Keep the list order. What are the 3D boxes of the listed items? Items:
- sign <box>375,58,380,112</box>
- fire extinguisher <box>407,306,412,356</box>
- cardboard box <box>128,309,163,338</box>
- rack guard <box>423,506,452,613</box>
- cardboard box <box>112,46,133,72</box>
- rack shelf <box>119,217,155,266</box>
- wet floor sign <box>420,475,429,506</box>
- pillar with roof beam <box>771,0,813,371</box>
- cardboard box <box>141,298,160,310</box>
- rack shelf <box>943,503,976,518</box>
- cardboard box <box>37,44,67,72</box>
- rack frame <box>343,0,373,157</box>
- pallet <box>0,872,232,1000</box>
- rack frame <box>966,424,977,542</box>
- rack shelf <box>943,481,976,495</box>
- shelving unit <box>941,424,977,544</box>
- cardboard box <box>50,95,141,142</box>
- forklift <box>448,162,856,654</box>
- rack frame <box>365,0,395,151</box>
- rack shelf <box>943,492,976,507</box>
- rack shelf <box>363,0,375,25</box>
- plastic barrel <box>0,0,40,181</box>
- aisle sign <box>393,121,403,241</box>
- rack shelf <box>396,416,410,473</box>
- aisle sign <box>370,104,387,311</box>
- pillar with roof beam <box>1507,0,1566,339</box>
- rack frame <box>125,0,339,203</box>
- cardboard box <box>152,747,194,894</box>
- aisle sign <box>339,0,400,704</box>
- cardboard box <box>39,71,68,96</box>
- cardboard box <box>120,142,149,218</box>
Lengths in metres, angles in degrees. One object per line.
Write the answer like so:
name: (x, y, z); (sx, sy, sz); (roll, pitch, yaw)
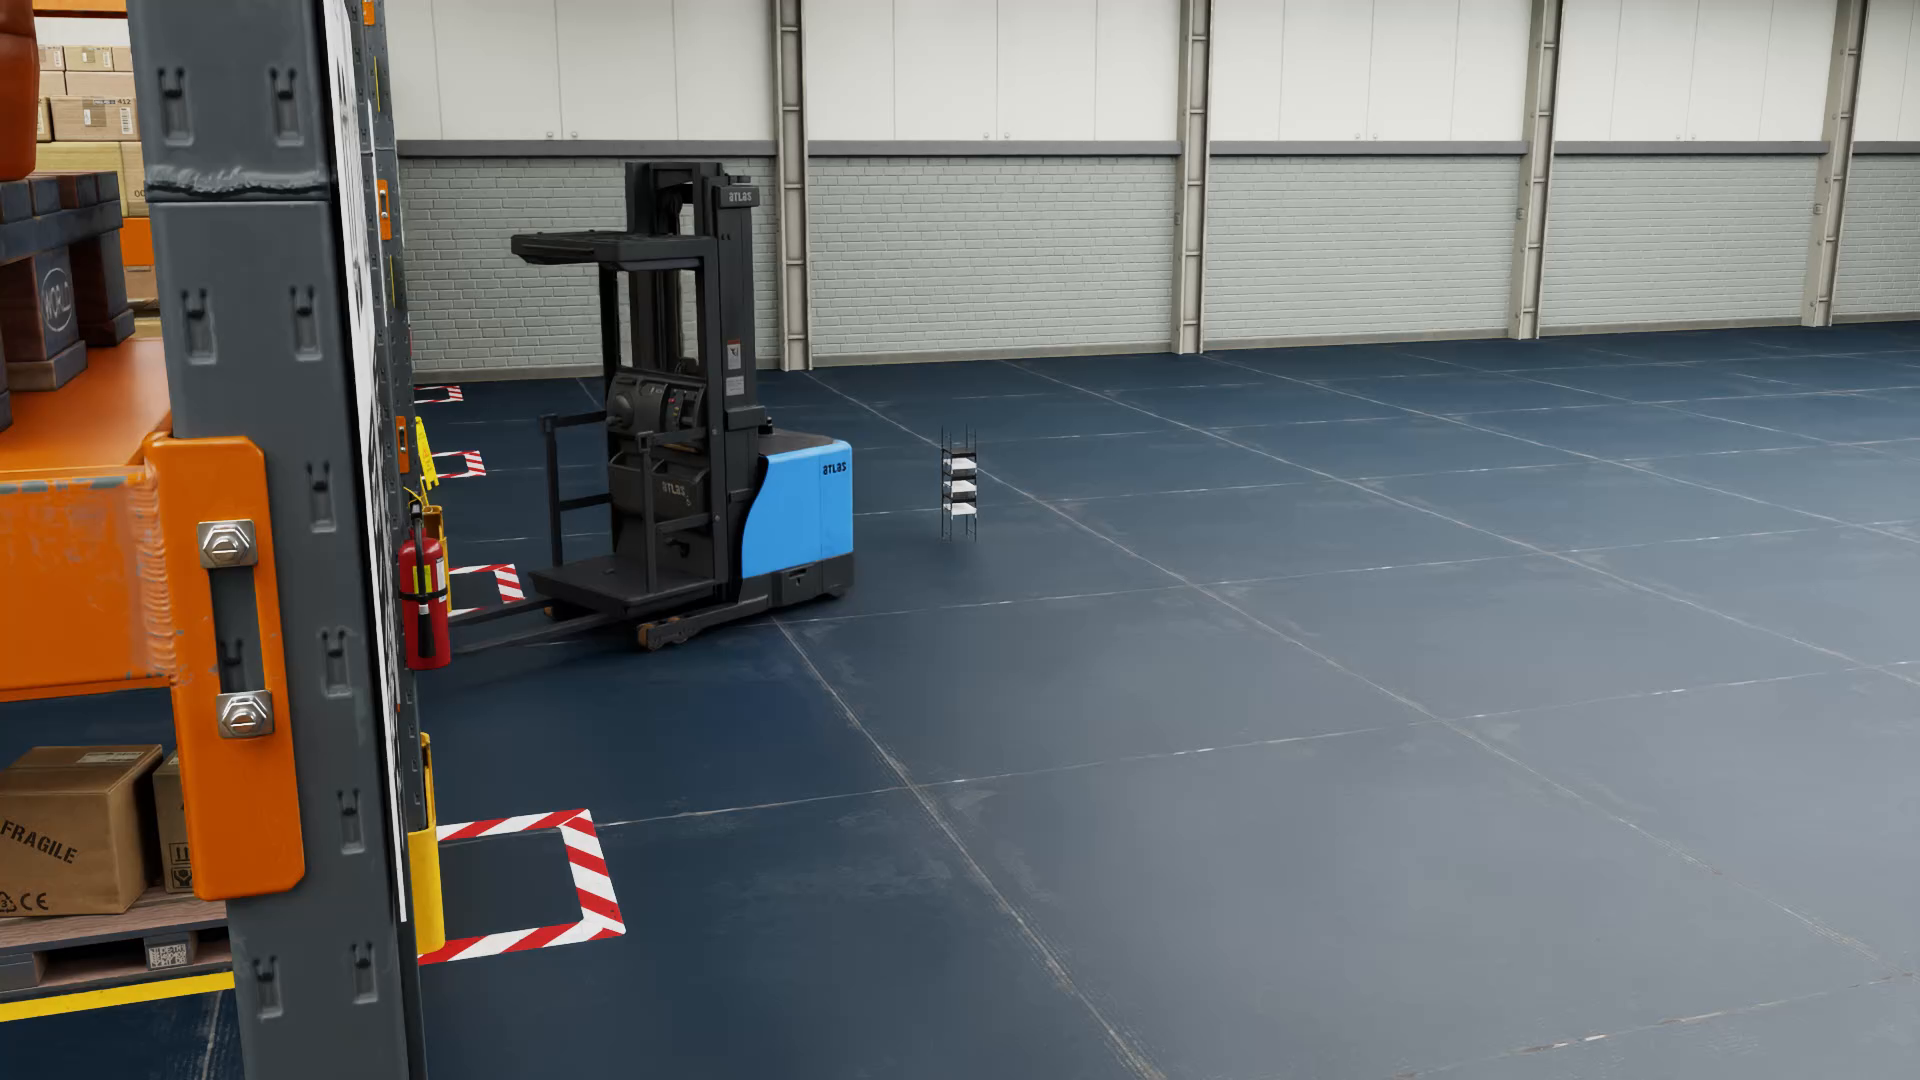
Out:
sign: (-3.599, -2.814, 10.266); (0.005, 0.325, 0.100); (-4, 14, -18)
fire extinguisher: (-5.178, -2.030, 15.364); (0.183, 0.674, 0.296); (-4, 14, -18)
cardboard box: (-2.715, -0.572, 6.046); (0.500, 0.500, 0.500); (-4, 14, -18)
rack guard: (-3.736, 0.132, 11.508); (0.348, 0.500, 1.175); (-4, 14, -18)
cardboard box: (-4.932, -2.886, 10.010); (0.250, 0.149, 0.380); (-4, 14, -18)
rack shelf: (-4.168, -0.949, 5.722); (4.000, 0.370, 1.077); (-4, 14, -18)
wet floor sign: (-4.363, -0.373, 13.318); (0.232, 0.644, 0.267); (-7, 15, -28)
pillar with roof beam: (-0.908, -5.812, 18.133); (0.400, 9.000, 9.100); (-4, 14, -18)
cardboard box: (-2.881, -0.686, 6.526); (0.500, 0.500, 0.500); (-4, 14, -18)
rack shelf: (-0.008, -0.230, 13.086); (0.200, 0.077, 0.258); (-4, 14, -18)
cardboard box: (-5.415, -2.848, 9.850); (0.250, 0.149, 0.380); (-4, 14, -18)
rack frame: (-2.273, -2.906, 5.912); (0.127, 3.000, 1.000); (-4, 14, -18)
pallet: (-3.126, 1.427, 6.686); (1.213, 0.211, 1.003); (-4, 14, -18)
rack frame: (0.089, -0.445, 13.068); (0.006, 0.900, 0.240); (-4, 14, -18)
rack shelf: (-0.008, -0.405, 13.044); (0.200, 0.077, 0.258); (-4, 14, -18)
shelving unit: (-0.008, -0.437, 13.036); (0.210, 0.900, 0.258); (-4, 14, -18)
cardboard box: (-2.945, -1.441, 5.698); (0.250, 0.149, 0.380); (-5, 14, -21)
forklift: (-2.086, -0.875, 10.489); (1.130, 2.935, 3.031); (12, 18, 41)
rack frame: (-3.759, -4.001, 10.517); (0.127, 3.000, 1.000); (-4, 14, -18)
rack shelf: (-0.008, -0.317, 13.065); (0.200, 0.077, 0.258); (-4, 14, -18)
rack shelf: (-5.654, -3.309, 10.026); (4.000, 0.370, 1.077); (-4, 14, -18)
plastic barrel: (-1.113, -0.710, 1.326); (0.708, 0.830, 0.600); (-4, 14, -18)
aisle sign: (-3.787, -2.418, 11.209); (0.004, 0.787, 0.394); (-4, 14, -18)
rack shelf: (-5.654, -0.585, 10.674); (4.000, 0.370, 1.077); (-4, 14, -18)
aisle sign: (-2.310, -1.322, 6.602); (0.004, 0.787, 0.394); (-4, 14, -18)
pillar with roof beam: (10.466, -6.698, 21.856); (0.400, 9.000, 9.100); (-4, 14, -18)
rack frame: (-0.693, -1.819, 1.345); (0.127, 3.000, 1.000); (-4, 14, -18)
cardboard box: (-2.870, 1.067, 6.669); (0.500, 0.500, 0.500); (-2, 14, -8)
aisle sign: (-0.718, -0.235, 2.031); (0.004, 0.787, 0.394); (-4, 14, -18)
cardboard box: (-5.562, -2.658, 9.912); (0.500, 0.250, 0.500); (-4, 14, -18)
cardboard box: (-2.649, -1.282, 5.893); (0.500, 0.250, 0.500); (-4, 14, -17)
